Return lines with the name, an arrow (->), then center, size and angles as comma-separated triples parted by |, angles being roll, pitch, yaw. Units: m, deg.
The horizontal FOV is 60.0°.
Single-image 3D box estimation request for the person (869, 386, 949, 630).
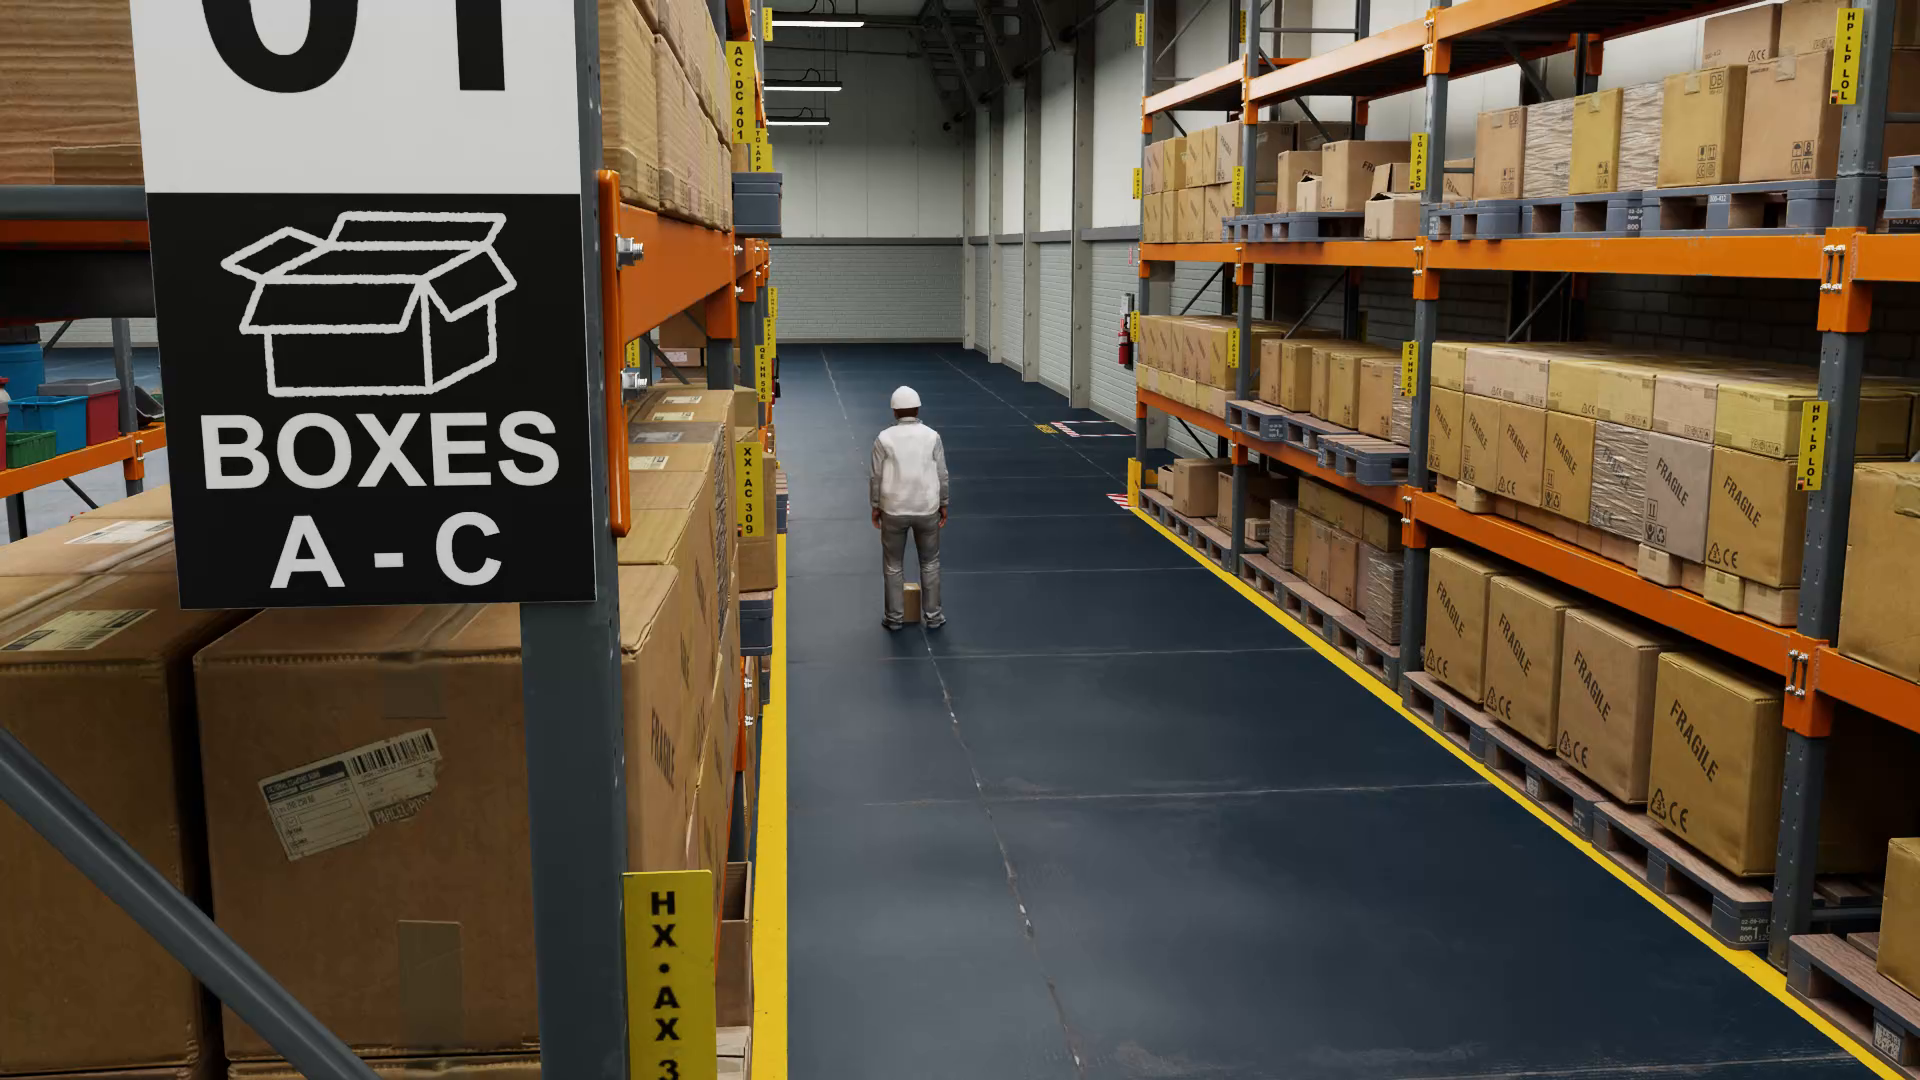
person -> -0.372, -0.231, 12.147 | 0.582, 1.770, 0.462 | -2, 10, -9
